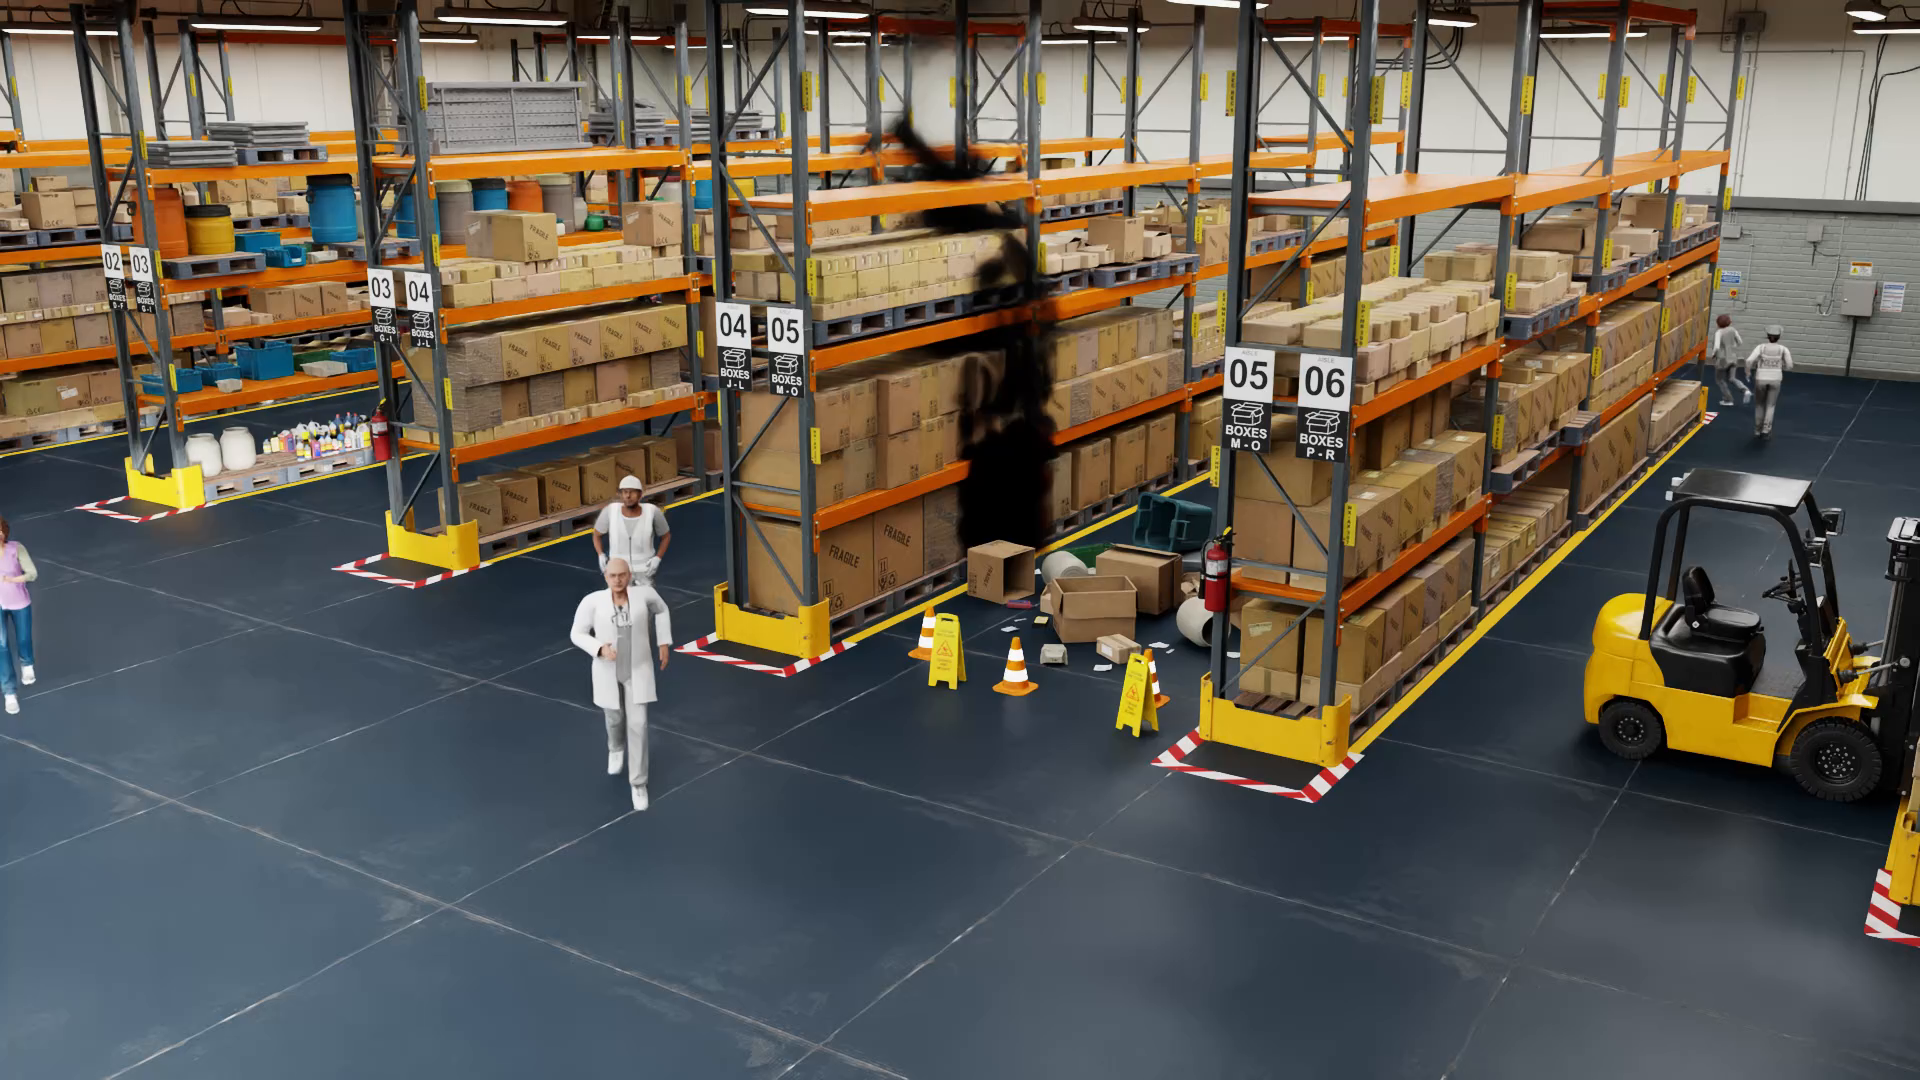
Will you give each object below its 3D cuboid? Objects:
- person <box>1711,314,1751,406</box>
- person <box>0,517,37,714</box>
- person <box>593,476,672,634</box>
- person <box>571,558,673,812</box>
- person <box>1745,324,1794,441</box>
[{"bbox_3d":[12.311,-2.851,26.661,0.593,1.523,0.693,-4,16,-14],"label":"person"},{"bbox_3d":[-8.076,0.576,14.098,0.522,1.618,0.822,-8,18,-27],"label":"person"},{"bbox_3d":[-2.962,0.256,15.099,0.705,1.764,0.574,-2,16,-7],"label":"person"},{"bbox_3d":[-2.484,0.995,12.304,0.733,1.820,0.932,-3,16,-12],"label":"person"},{"bbox_3d":[11.743,-2.264,24.200,0.632,1.723,0.825,8,17,26],"label":"person"}]
